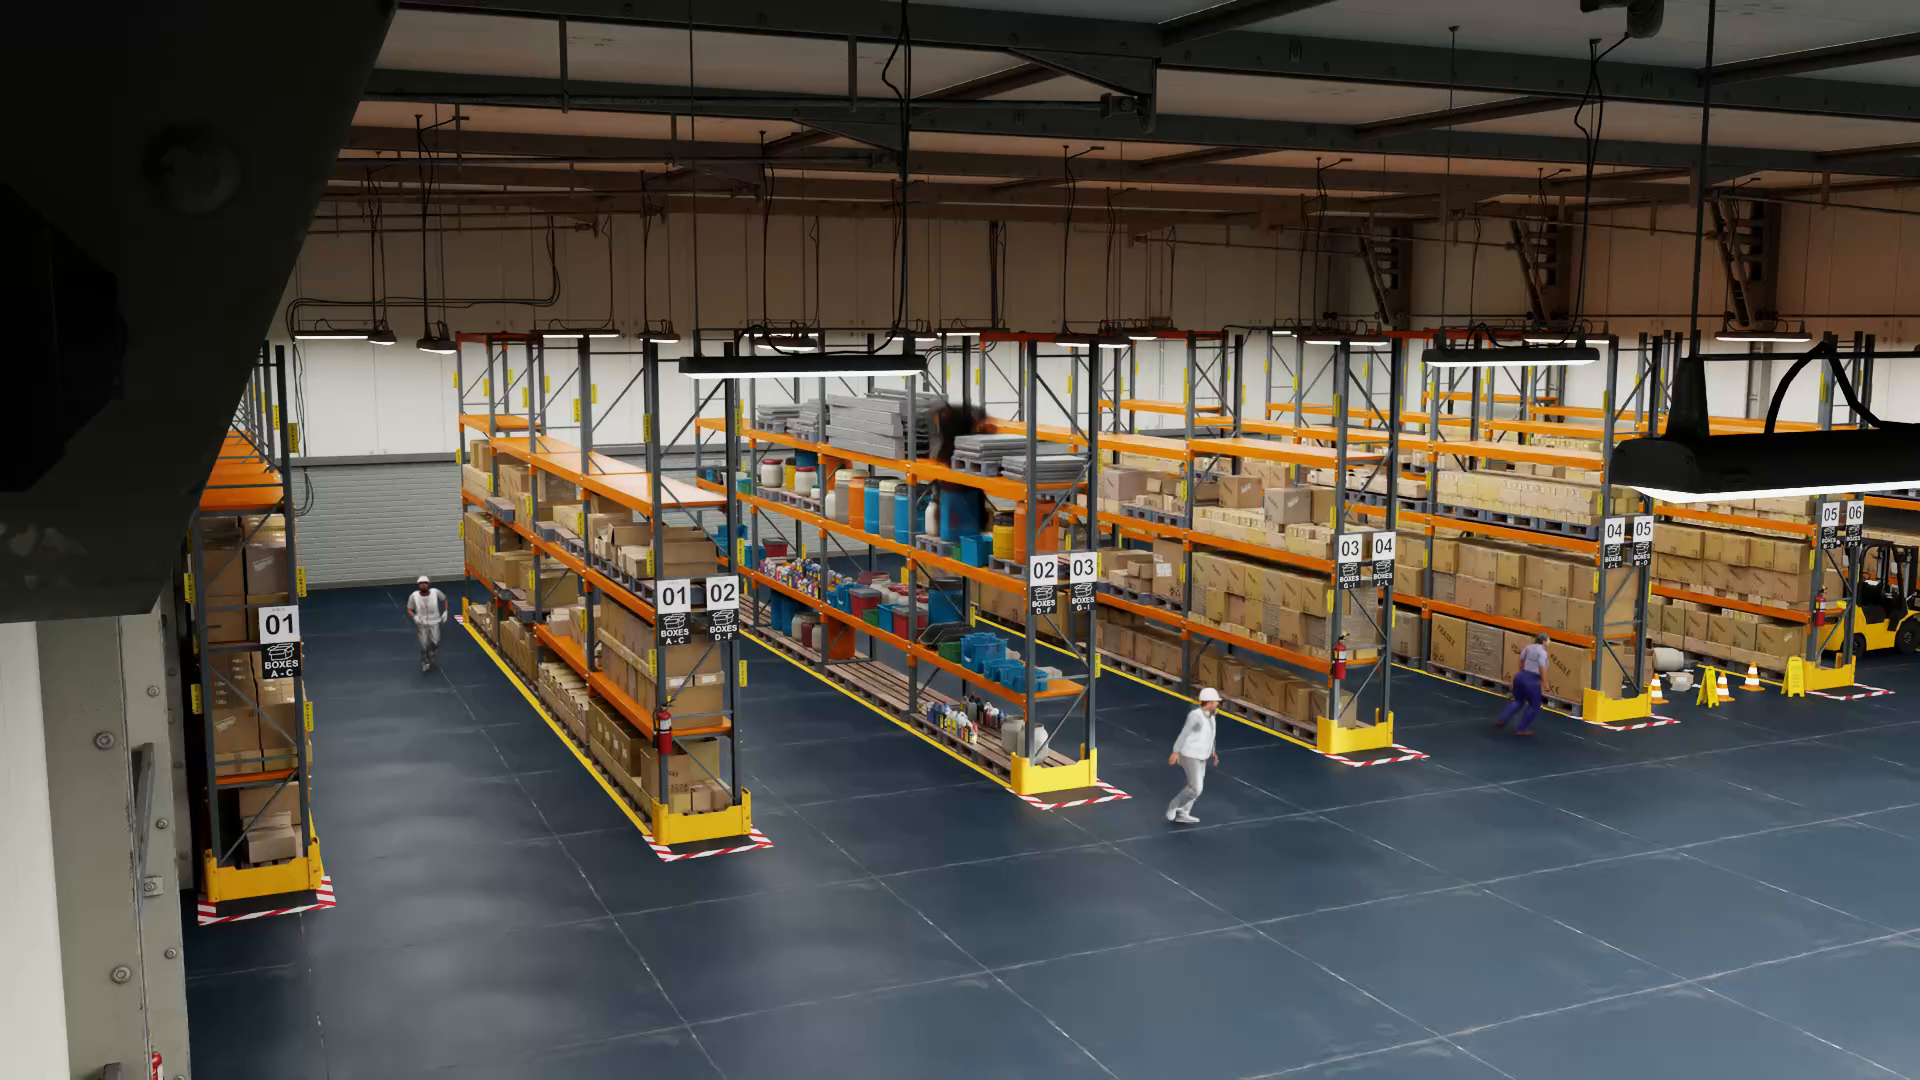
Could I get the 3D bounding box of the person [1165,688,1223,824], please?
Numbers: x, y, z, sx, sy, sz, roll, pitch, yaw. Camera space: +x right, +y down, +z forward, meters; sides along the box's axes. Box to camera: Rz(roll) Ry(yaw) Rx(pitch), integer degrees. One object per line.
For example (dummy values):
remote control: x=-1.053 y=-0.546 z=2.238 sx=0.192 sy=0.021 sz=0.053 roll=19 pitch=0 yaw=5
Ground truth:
person: x=2.929 y=2.694 z=20.742 sx=0.598 sy=1.735 sz=0.692 roll=5 pitch=9 yaw=33

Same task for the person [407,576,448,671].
person: x=-9.463 y=1.494 z=29.565 sx=0.684 sy=1.732 sz=0.659 roll=-2 pitch=8 yaw=-16

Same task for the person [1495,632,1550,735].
person: x=8.543 y=2.175 z=25.170 sx=0.728 sy=1.561 sz=0.616 roll=-2 pitch=8 yaw=-17
